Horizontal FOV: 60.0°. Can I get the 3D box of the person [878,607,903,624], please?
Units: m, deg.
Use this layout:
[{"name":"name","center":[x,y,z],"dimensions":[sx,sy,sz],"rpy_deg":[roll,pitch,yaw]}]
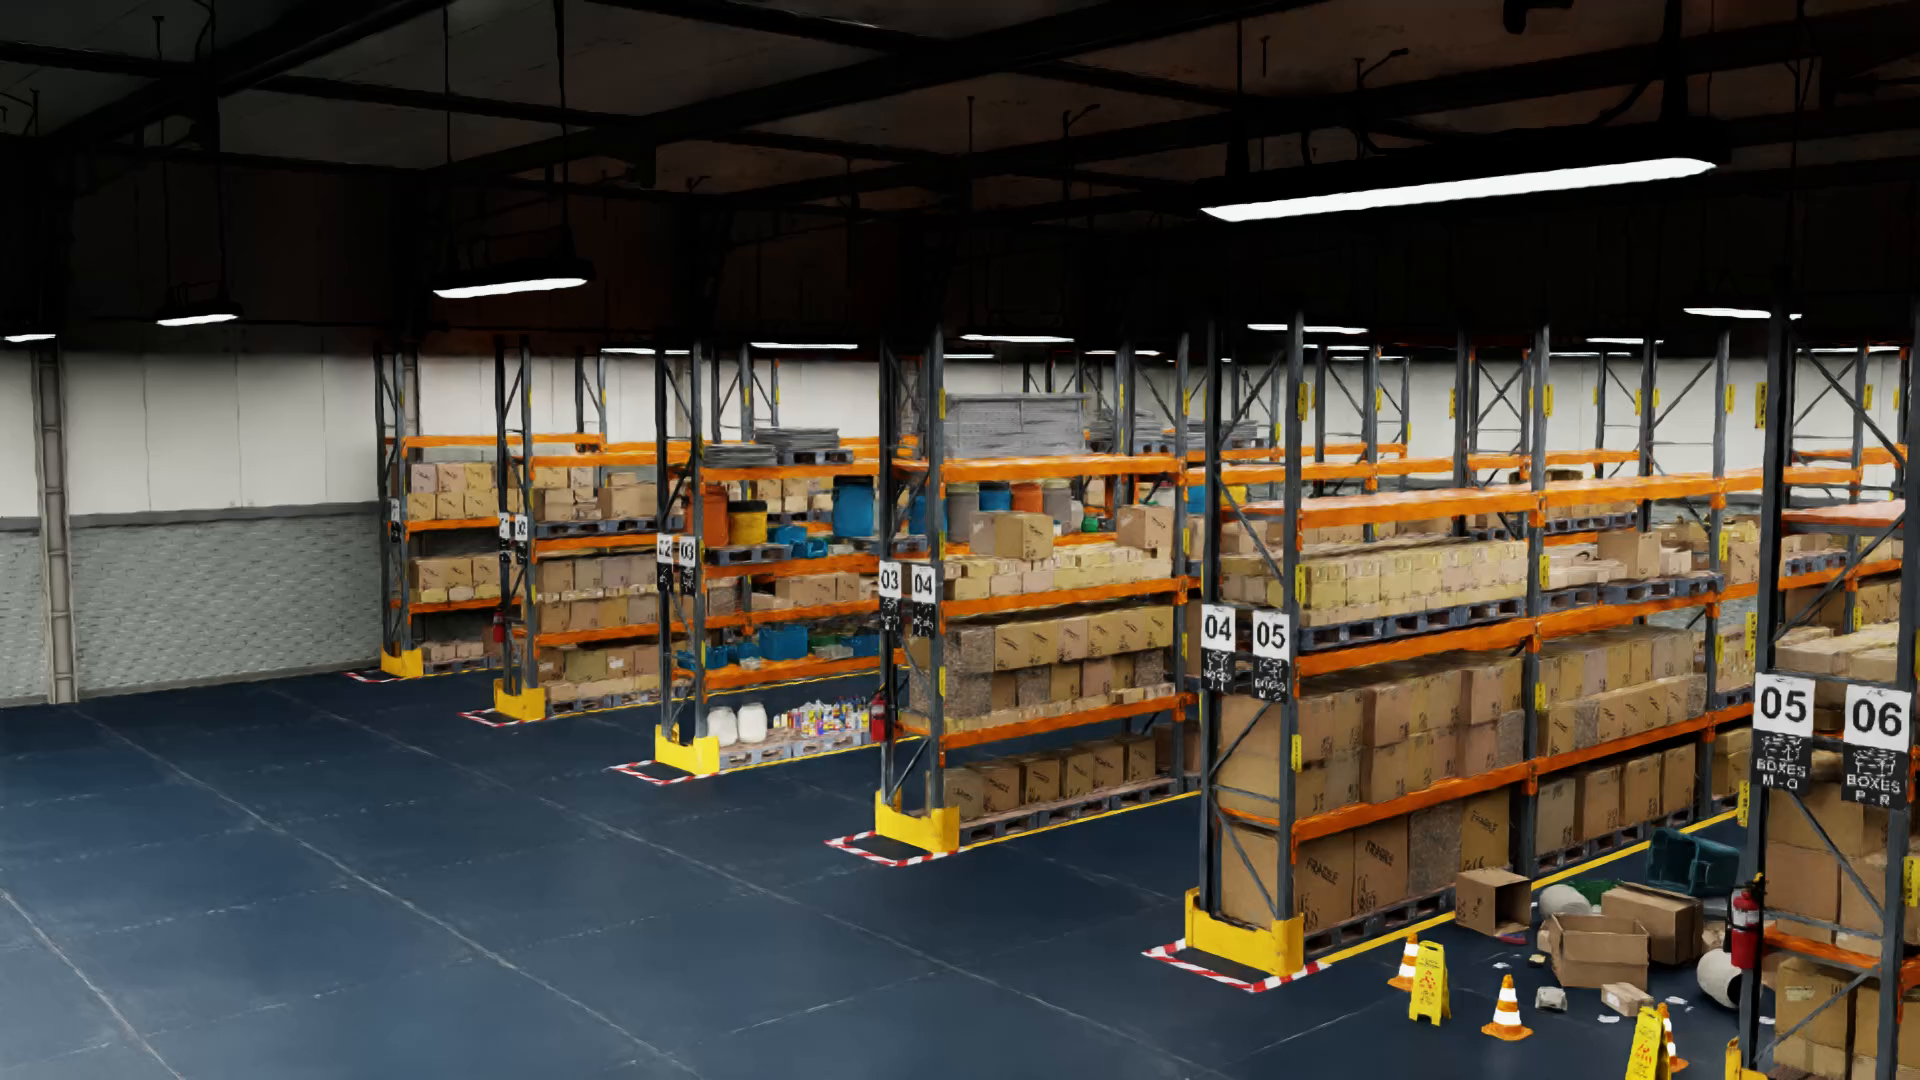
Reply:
[{"name":"person","center":[-1.370,1.305,33.267],"dimensions":[1.119,1.649,0.543],"rpy_deg":[-5,7,-43]}]
